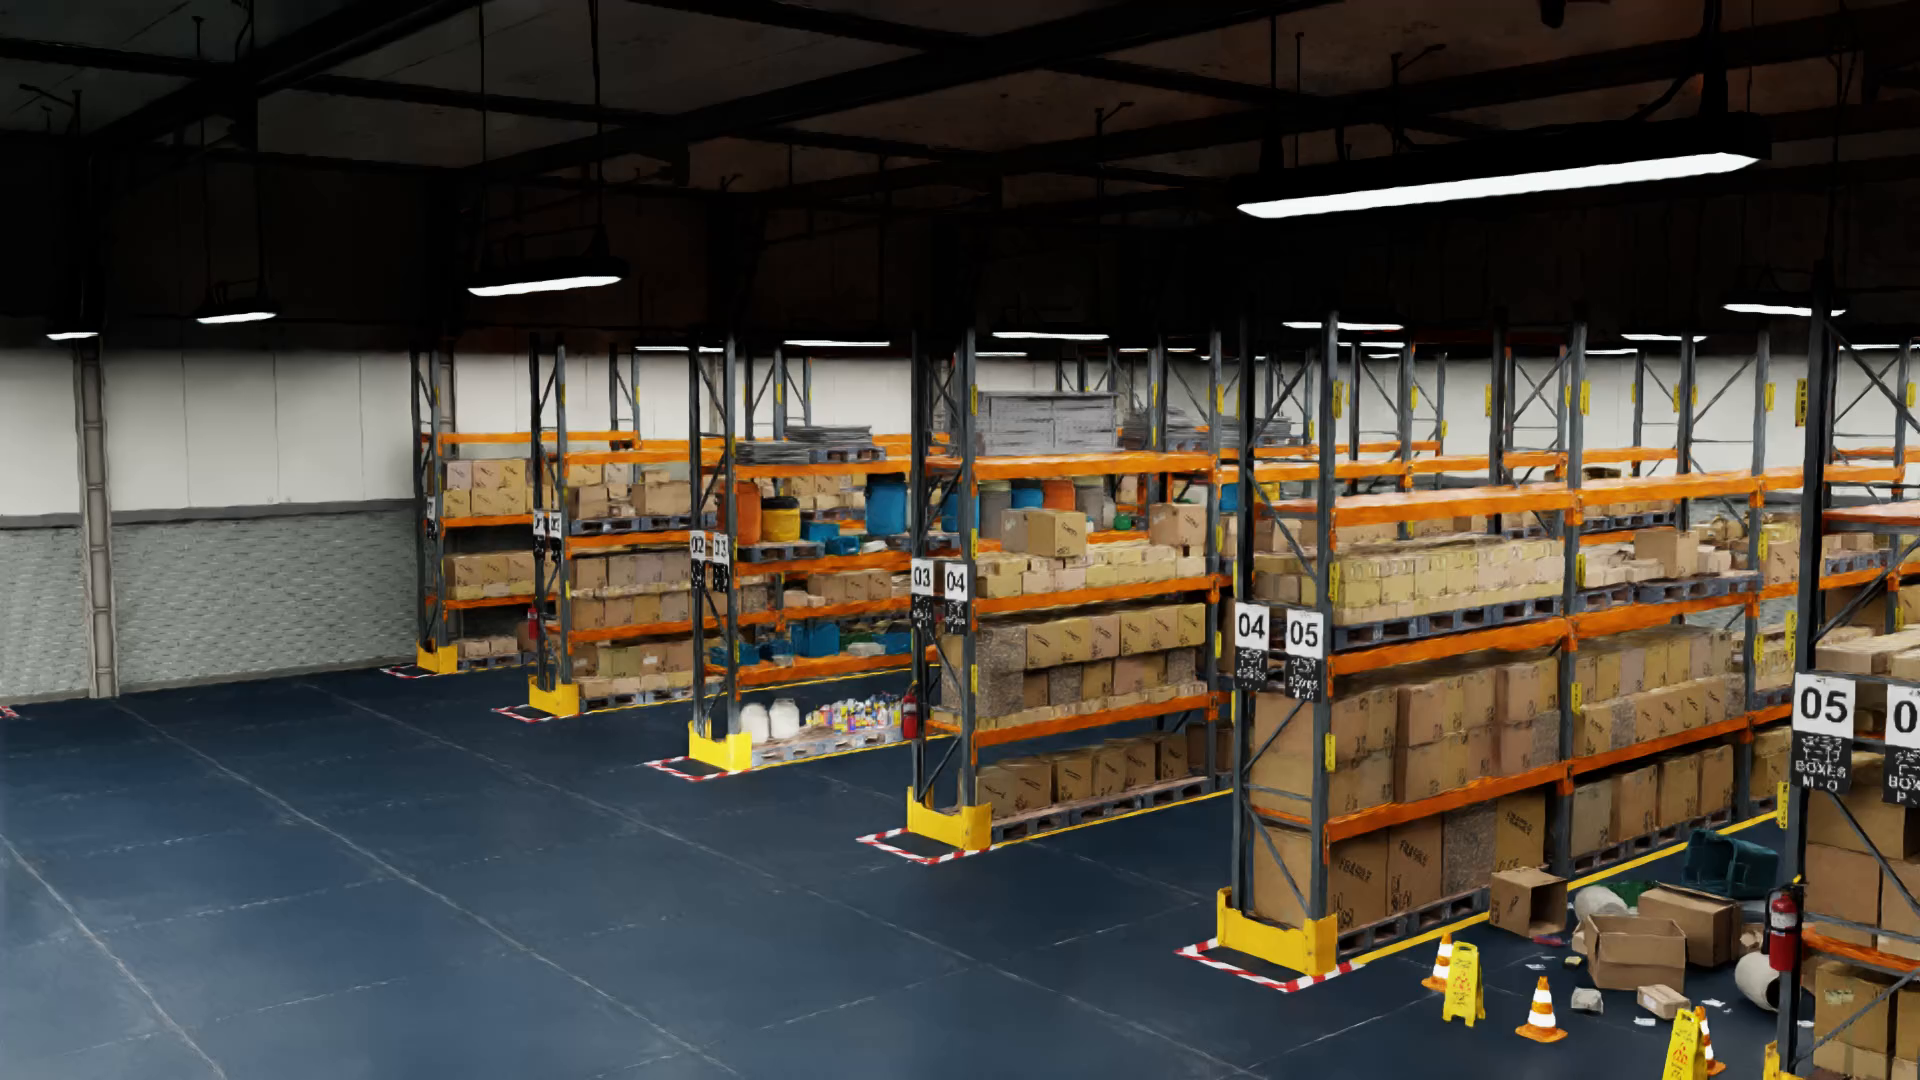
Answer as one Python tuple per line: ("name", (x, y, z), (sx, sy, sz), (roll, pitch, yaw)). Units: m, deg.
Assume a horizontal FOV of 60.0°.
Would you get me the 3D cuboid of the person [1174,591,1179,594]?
("person", (4.580, 1.251, 33.831), (0.518, 1.590, 0.592), (-5, 7, -42))
